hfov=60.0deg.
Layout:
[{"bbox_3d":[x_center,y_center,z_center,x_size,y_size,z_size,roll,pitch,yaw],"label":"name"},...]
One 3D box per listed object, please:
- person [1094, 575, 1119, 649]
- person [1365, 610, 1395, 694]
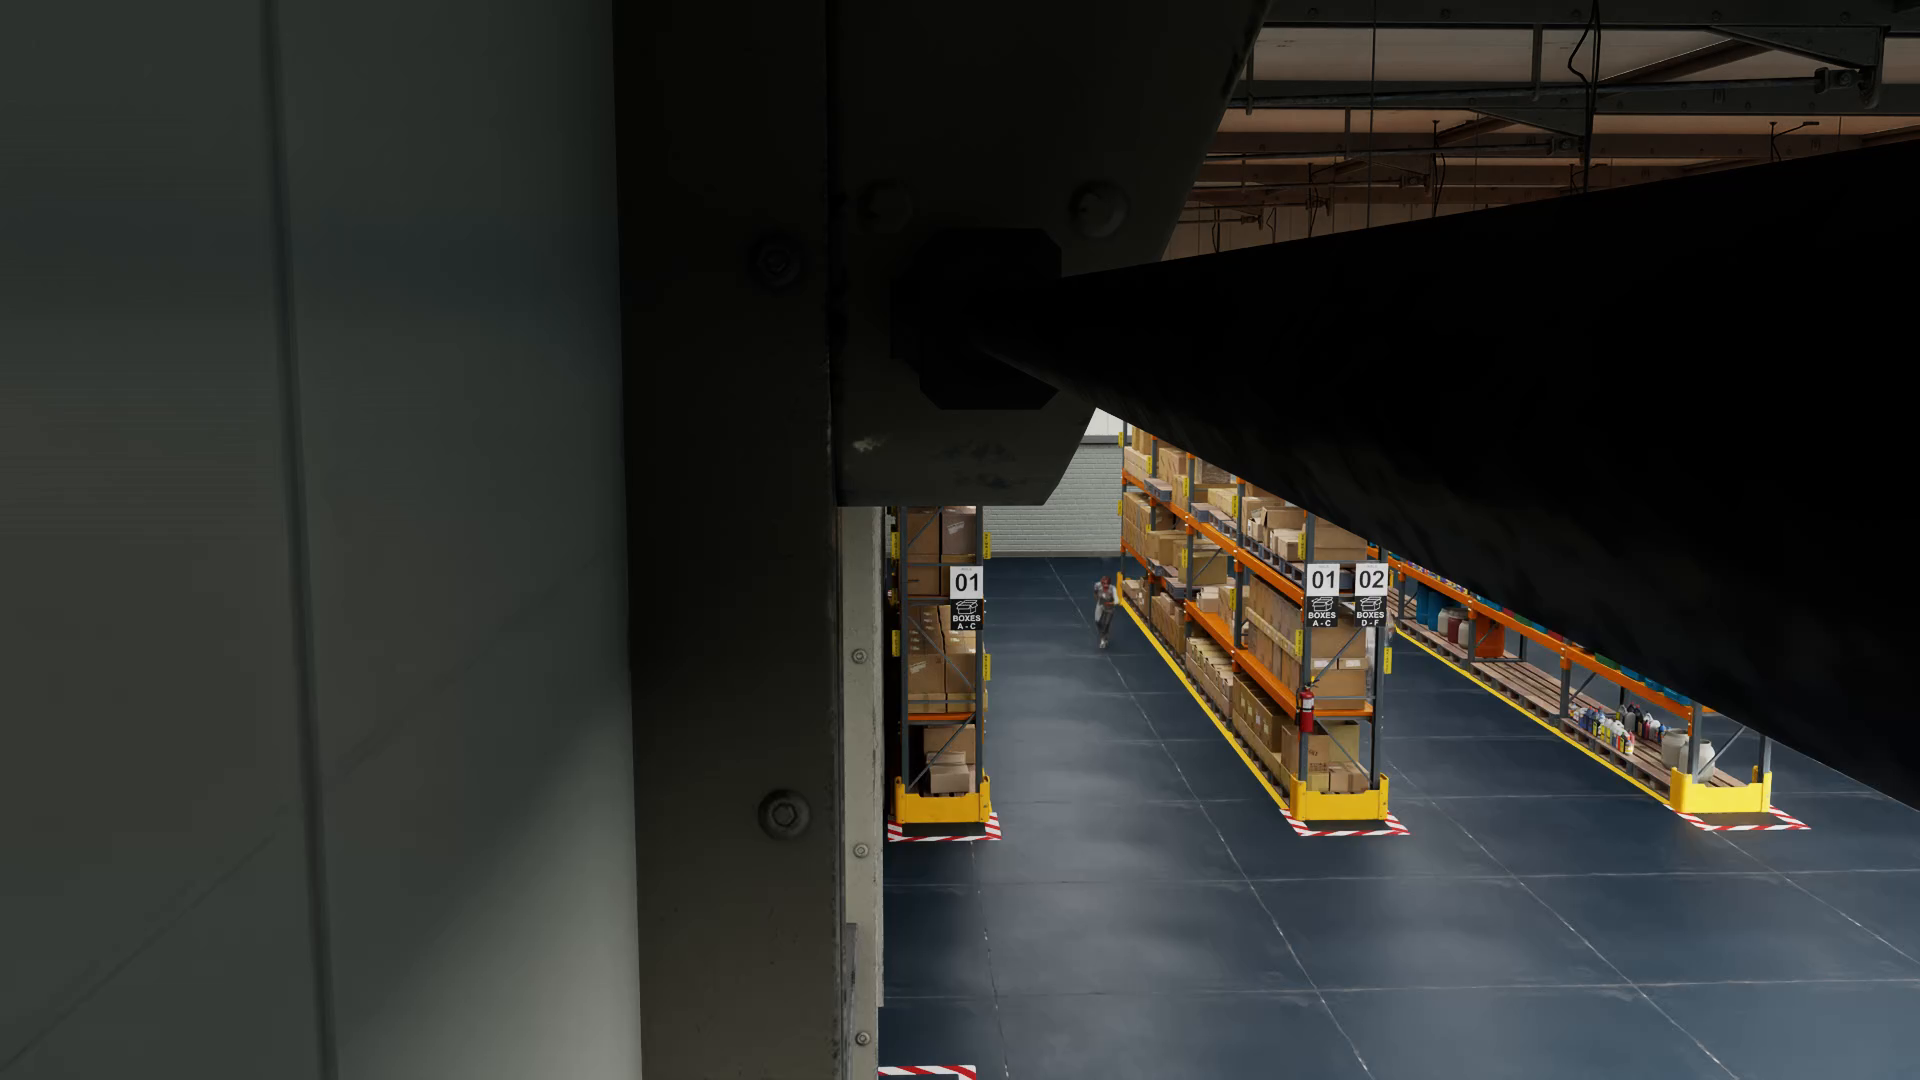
[{"bbox_3d":[2.721,1.293,30.883,0.531,1.363,1.050,2,8,12],"label":"person"},{"bbox_3d":[6.632,1.674,26.514,0.647,1.672,0.703,-3,8,-19],"label":"person"}]
